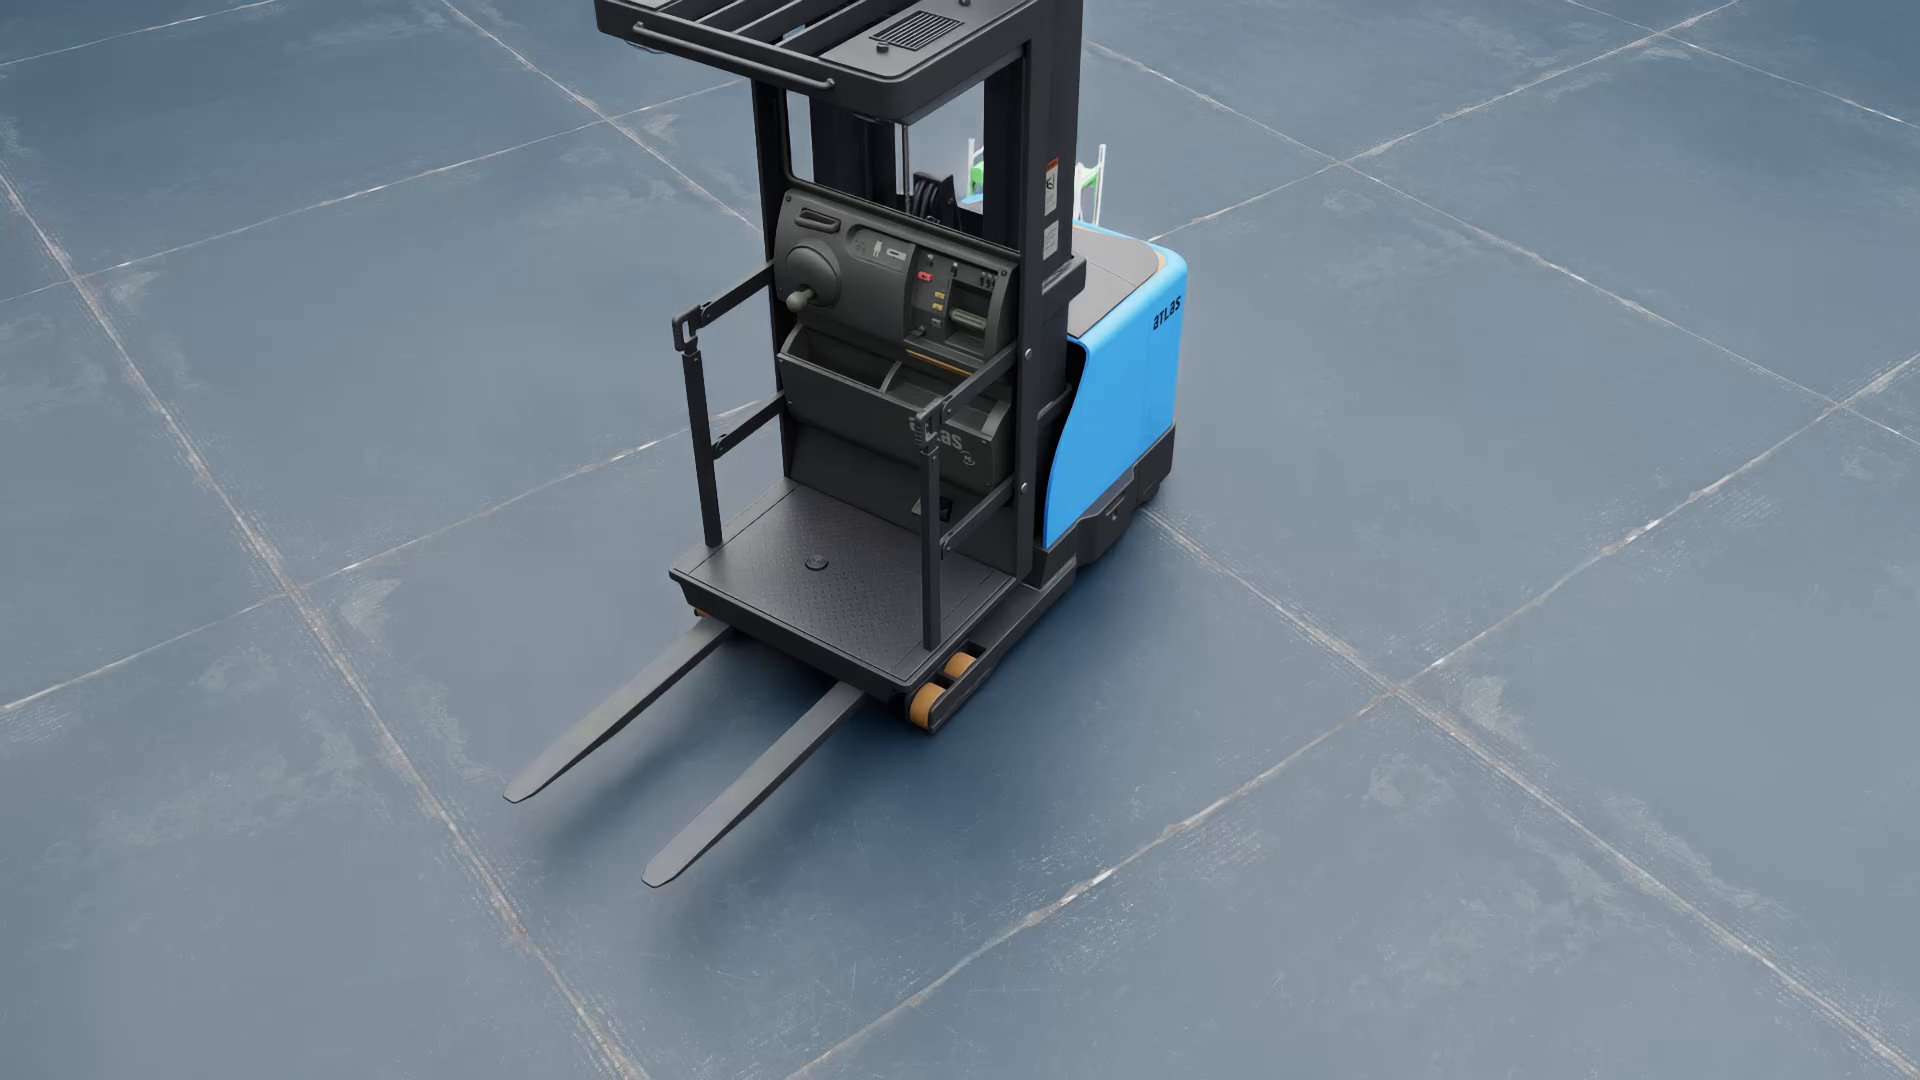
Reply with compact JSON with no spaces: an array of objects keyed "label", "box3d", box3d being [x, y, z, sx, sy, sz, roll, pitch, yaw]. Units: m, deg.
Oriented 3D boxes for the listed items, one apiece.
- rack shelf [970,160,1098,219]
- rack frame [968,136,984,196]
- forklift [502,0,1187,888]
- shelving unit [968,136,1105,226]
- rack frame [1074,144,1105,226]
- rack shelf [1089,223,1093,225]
[{"label":"rack shelf","box3d":[0.314,-1.492,6.955,0.480,0.148,0.258,19,39,22]},{"label":"rack frame","box3d":[0.085,-1.228,7.287,0.015,1.200,0.240,19,39,22]},{"label":"forklift","box3d":[-0.355,-0.805,5.420,1.130,2.935,3.031,23,45,26]},{"label":"shelving unit","box3d":[0.299,-1.154,7.197,0.503,1.200,0.258,19,39,22]},{"label":"rack frame","box3d":[0.514,-1.080,7.107,0.015,1.200,0.240,19,39,22]},{"label":"rack shelf","box3d":[0.306,-1.297,7.095,0.480,0.148,0.258,19,39,22]}]
